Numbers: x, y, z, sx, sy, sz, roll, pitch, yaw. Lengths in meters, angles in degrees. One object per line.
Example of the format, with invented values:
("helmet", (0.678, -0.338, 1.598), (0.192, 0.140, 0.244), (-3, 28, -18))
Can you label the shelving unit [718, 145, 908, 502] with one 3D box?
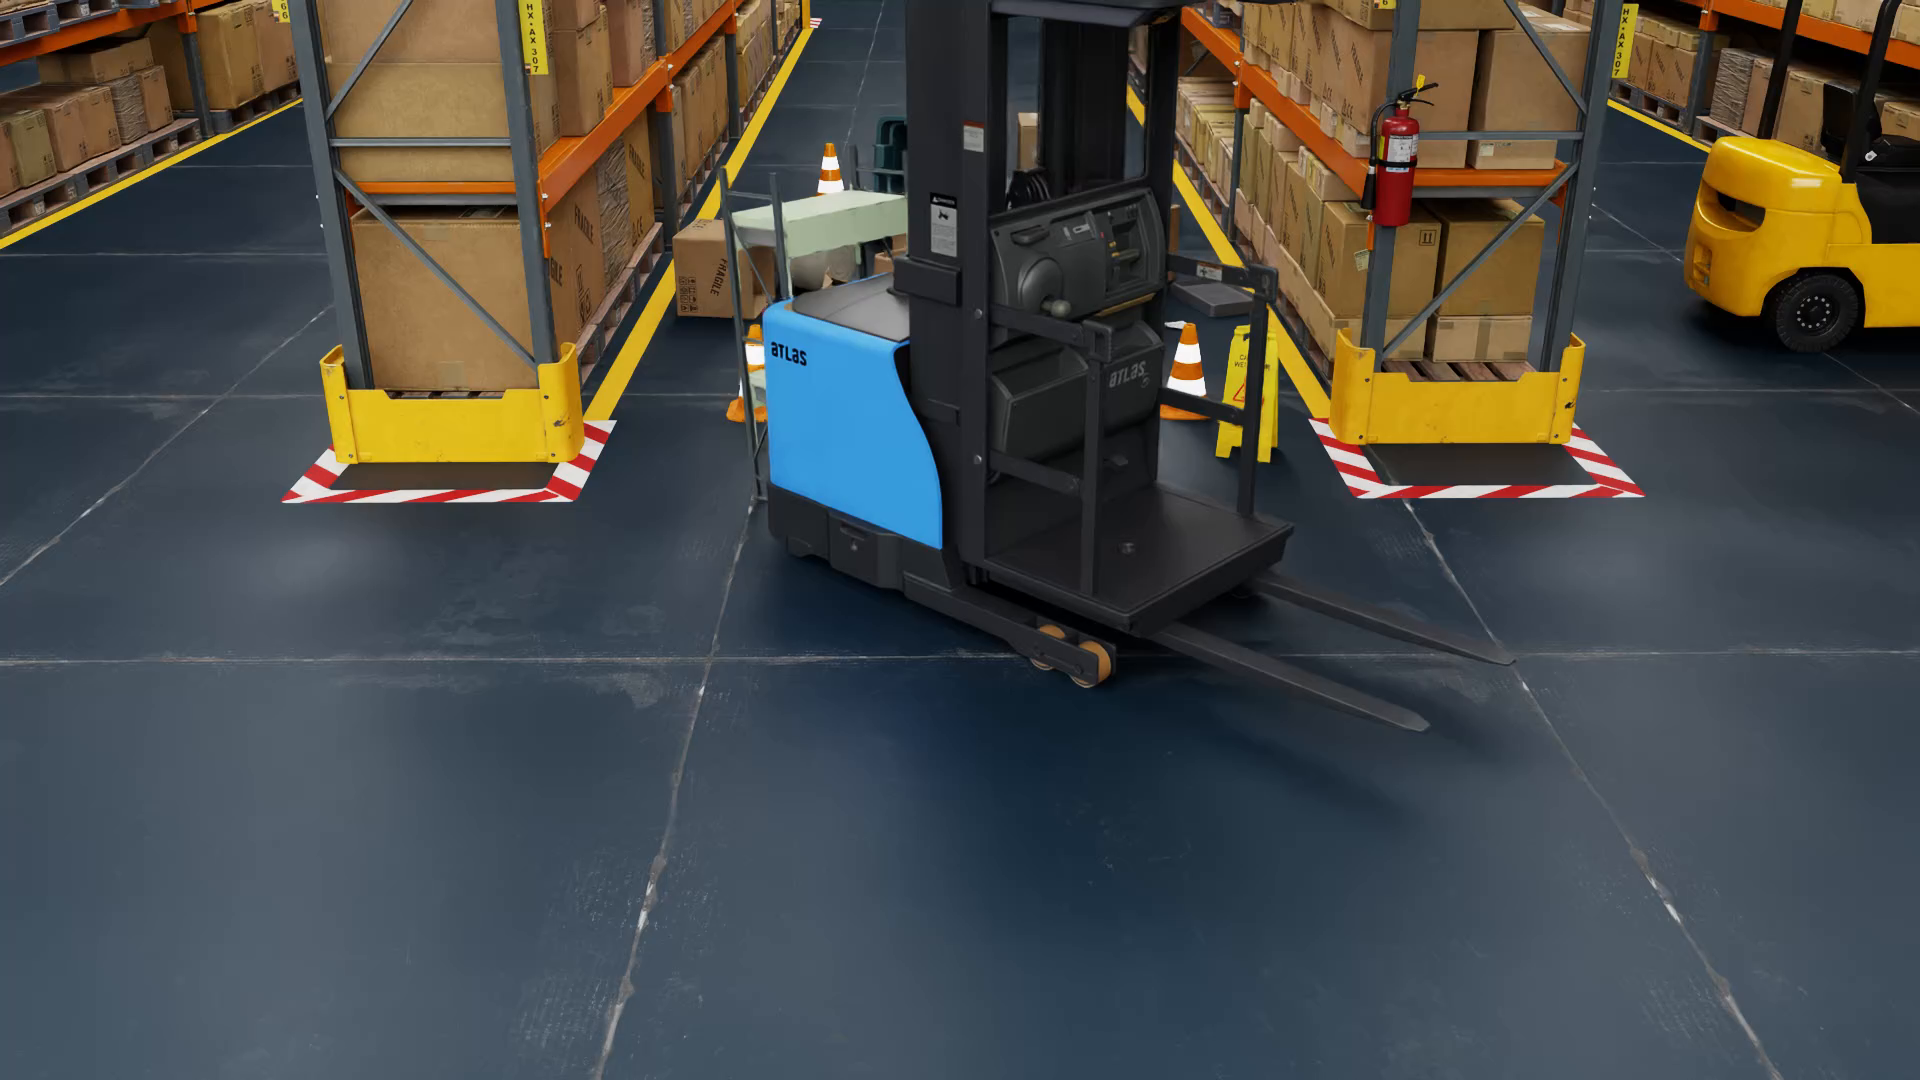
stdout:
("shelving unit", (-0.585, -0.959, 7.499), (0.755, 1.500, 0.431), (-21, 27, -39))

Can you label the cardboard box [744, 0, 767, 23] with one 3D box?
("cardboard box", (-2.342, -5.642, 17.699), (0.500, 0.250, 0.500), (1, 24, 2))

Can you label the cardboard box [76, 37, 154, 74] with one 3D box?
("cardboard box", (-7.475, -4.264, 14.628), (0.500, 0.250, 0.500), (1, 24, 2))

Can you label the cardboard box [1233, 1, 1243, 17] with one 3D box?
("cardboard box", (2.159, -3.821, 11.854), (0.380, 0.149, 0.250), (0, 24, 0))

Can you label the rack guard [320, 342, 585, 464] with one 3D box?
("rack guard", (-2.464, -0.672, 8.130), (1.175, 0.500, 0.348), (0, 24, -1))

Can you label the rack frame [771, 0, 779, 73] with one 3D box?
("rack frame", (-2.595, -6.766, 18.570), (1.000, 3.000, 0.127), (0, 24, -1))

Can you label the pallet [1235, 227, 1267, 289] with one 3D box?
("pallet", (2.483, -1.986, 11.385), (1.003, 0.211, 1.213), (0, 24, -1))

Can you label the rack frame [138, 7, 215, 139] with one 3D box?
("rack frame", (-7.512, -5.137, 14.968), (1.000, 3.000, 0.127), (0, 24, -1))

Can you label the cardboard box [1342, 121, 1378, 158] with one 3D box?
("cardboard box", (2.153, -2.028, 8.398), (0.380, 0.149, 0.250), (-1, 24, -1))

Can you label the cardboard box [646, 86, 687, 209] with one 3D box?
("cardboard box", (-2.605, -2.891, 12.223), (1.050, 0.750, 0.750), (0, 24, -1))

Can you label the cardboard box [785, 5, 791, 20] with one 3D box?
("cardboard box", (-2.307, -6.579, 20.746), (0.380, 0.149, 0.250), (0, 24, 0))

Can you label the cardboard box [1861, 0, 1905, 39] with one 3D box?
("cardboard box", (7.126, -3.902, 12.421), (0.500, 0.250, 0.500), (0, 24, -1))

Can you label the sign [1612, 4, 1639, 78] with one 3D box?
("sign", (3.027, -2.282, 7.605), (0.100, 0.325, 0.005), (0, 24, -1))

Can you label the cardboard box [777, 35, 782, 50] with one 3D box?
("cardboard box", (-2.278, -5.810, 19.406), (0.380, 0.149, 0.250), (-1, 24, -3))

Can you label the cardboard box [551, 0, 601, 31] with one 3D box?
("cardboard box", (-2.398, -2.992, 8.733), (0.875, 0.550, 0.550), (0, 24, -1))

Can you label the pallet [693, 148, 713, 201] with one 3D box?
("pallet", (-2.608, -3.020, 13.672), (1.003, 0.211, 1.213), (0, 24, -1))

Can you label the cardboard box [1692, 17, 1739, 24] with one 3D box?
("cardboard box", (7.646, -5.201, 16.847), (0.380, 0.149, 0.250), (-1, 24, -2))

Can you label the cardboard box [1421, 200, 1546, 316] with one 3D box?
("cardboard box", (2.751, -1.509, 8.863), (0.500, 0.500, 0.500), (-1, 24, -2))

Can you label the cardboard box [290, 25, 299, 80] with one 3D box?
("cardboard box", (-7.519, -5.377, 17.567), (1.225, 0.875, 0.875), (-1, 24, -2))

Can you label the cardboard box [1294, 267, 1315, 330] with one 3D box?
("cardboard box", (2.209, -1.369, 9.464), (0.500, 0.250, 0.500), (0, 24, 0))

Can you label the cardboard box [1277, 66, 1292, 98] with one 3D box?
("cardboard box", (2.128, -2.760, 10.018), (0.380, 0.149, 0.250), (0, 24, 0))

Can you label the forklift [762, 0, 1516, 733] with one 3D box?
("forklift", (0.602, -1.040, 5.994), (3.031, 2.935, 1.130), (21, 32, 38))

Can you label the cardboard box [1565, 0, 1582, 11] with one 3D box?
("cardboard box", (7.054, -6.053, 18.729), (0.380, 0.149, 0.250), (1, 24, 2))

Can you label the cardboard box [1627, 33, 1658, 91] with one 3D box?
("cardboard box", (7.137, -4.853, 16.864), (0.500, 0.500, 0.500), (1, 24, 2))

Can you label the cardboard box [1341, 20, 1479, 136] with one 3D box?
("cardboard box", (2.203, -2.289, 8.188), (0.500, 0.500, 0.500), (-1, 24, -1))

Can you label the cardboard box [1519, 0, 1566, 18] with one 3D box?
("cardboard box", (7.167, -6.522, 20.554), (0.700, 0.500, 0.500), (-1, 24, -3))

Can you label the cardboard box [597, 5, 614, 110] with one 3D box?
("cardboard box", (-2.469, -2.718, 9.438), (0.875, 0.550, 0.500), (0, 24, -1))

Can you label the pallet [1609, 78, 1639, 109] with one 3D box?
("pallet", (7.380, -4.744, 17.483), (1.003, 0.211, 1.213), (0, 24, -1))

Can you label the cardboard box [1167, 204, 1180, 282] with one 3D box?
("cardboard box", (1.092, -1.948, 10.947), (0.500, 0.500, 0.500), (19, 30, 35))

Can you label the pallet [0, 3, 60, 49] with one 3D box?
("pallet", (-7.332, -3.717, 12.061), (1.003, 0.211, 1.213), (0, 24, -1))

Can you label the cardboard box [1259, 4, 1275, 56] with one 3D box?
("cardboard box", (2.195, -3.325, 10.480), (0.500, 0.500, 0.500), (0, 24, -1))

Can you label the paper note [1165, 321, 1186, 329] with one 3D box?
("paper note", (1.329, -1.314, 10.119), (0.142, 0.019, 0.148), (-9, 26, -19))

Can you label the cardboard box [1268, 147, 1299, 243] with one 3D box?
("cardboard box", (2.199, -2.135, 10.248), (0.500, 0.500, 0.500), (1, 24, 2))

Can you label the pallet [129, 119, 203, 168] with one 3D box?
("pallet", (-7.505, -3.544, 14.831), (1.003, 0.211, 1.213), (0, 24, -1))

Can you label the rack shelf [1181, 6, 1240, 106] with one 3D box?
("rack shelf", (2.419, -4.030, 13.393), (1.077, 0.370, 4.000), (0, 24, -1))

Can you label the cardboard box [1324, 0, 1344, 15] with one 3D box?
("cardboard box", (2.262, -2.940, 8.414), (0.700, 0.500, 0.500), (0, 24, 0))

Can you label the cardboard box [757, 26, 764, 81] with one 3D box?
("cardboard box", (-2.329, -5.092, 17.392), (0.500, 0.500, 0.500), (-1, 24, -2))

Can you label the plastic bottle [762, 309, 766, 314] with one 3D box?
("plastic bottle", (-1.065, -1.395, 10.260), (0.283, 0.061, 0.133), (-9, 26, -19))

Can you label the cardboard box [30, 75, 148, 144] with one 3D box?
("cardboard box", (-7.466, -3.694, 14.277), (0.700, 0.500, 0.500), (-2, 24, -5))

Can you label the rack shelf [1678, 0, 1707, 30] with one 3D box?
("rack shelf", (7.338, -5.702, 17.090), (1.077, 0.370, 4.000), (0, 24, -1))

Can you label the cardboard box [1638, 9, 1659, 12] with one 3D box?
("cardboard box", (7.131, -5.515, 17.540), (0.380, 0.149, 0.250), (1, 24, 1))

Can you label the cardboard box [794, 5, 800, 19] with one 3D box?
("cardboard box", (-2.321, -6.985, 22.004), (0.380, 0.149, 0.250), (0, 24, 1))

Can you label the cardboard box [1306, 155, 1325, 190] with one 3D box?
("cardboard box", (2.144, -2.044, 9.260), (0.380, 0.149, 0.250), (0, 24, 0))

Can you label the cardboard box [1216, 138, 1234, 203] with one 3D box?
("cardboard box", (2.432, -2.743, 12.355), (0.950, 0.372, 0.625), (0, 24, 0))

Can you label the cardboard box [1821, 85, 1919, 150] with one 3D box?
("cardboard box", (7.386, -3.201, 13.060), (0.875, 0.625, 0.625), (0, 24, -1))

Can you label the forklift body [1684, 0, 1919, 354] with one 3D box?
("forklift body", (5.603, -2.295, 9.715), (2.313, 2.155, 1.214), (0, 24, -1))

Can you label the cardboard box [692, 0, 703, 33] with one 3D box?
("cardboard box", (-2.254, -4.147, 12.658), (0.500, 0.500, 0.500), (0, 24, -1))

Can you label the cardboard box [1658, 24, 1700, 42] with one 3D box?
("cardboard box", (7.109, -4.977, 16.351), (0.380, 0.149, 0.250), (-1, 24, -2))

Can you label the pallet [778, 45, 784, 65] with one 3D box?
("pallet", (-2.638, -5.772, 19.756), (1.003, 0.211, 1.213), (0, 24, -1))

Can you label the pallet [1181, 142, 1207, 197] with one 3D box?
("pallet", (2.414, -3.088, 13.821), (1.003, 0.211, 1.213), (0, 24, -1))

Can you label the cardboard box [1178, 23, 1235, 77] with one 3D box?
("cardboard box", (2.472, -4.690, 16.048), (0.875, 0.875, 0.875), (0, 24, -1))

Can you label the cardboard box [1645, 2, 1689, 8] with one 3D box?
("cardboard box", (7.658, -5.737, 18.032), (0.380, 0.149, 0.250), (-1, 24, -3))

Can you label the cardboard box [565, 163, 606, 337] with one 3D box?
("cardboard box", (-2.550, -1.686, 9.407), (0.875, 0.875, 0.875), (-1, 24, -1))
